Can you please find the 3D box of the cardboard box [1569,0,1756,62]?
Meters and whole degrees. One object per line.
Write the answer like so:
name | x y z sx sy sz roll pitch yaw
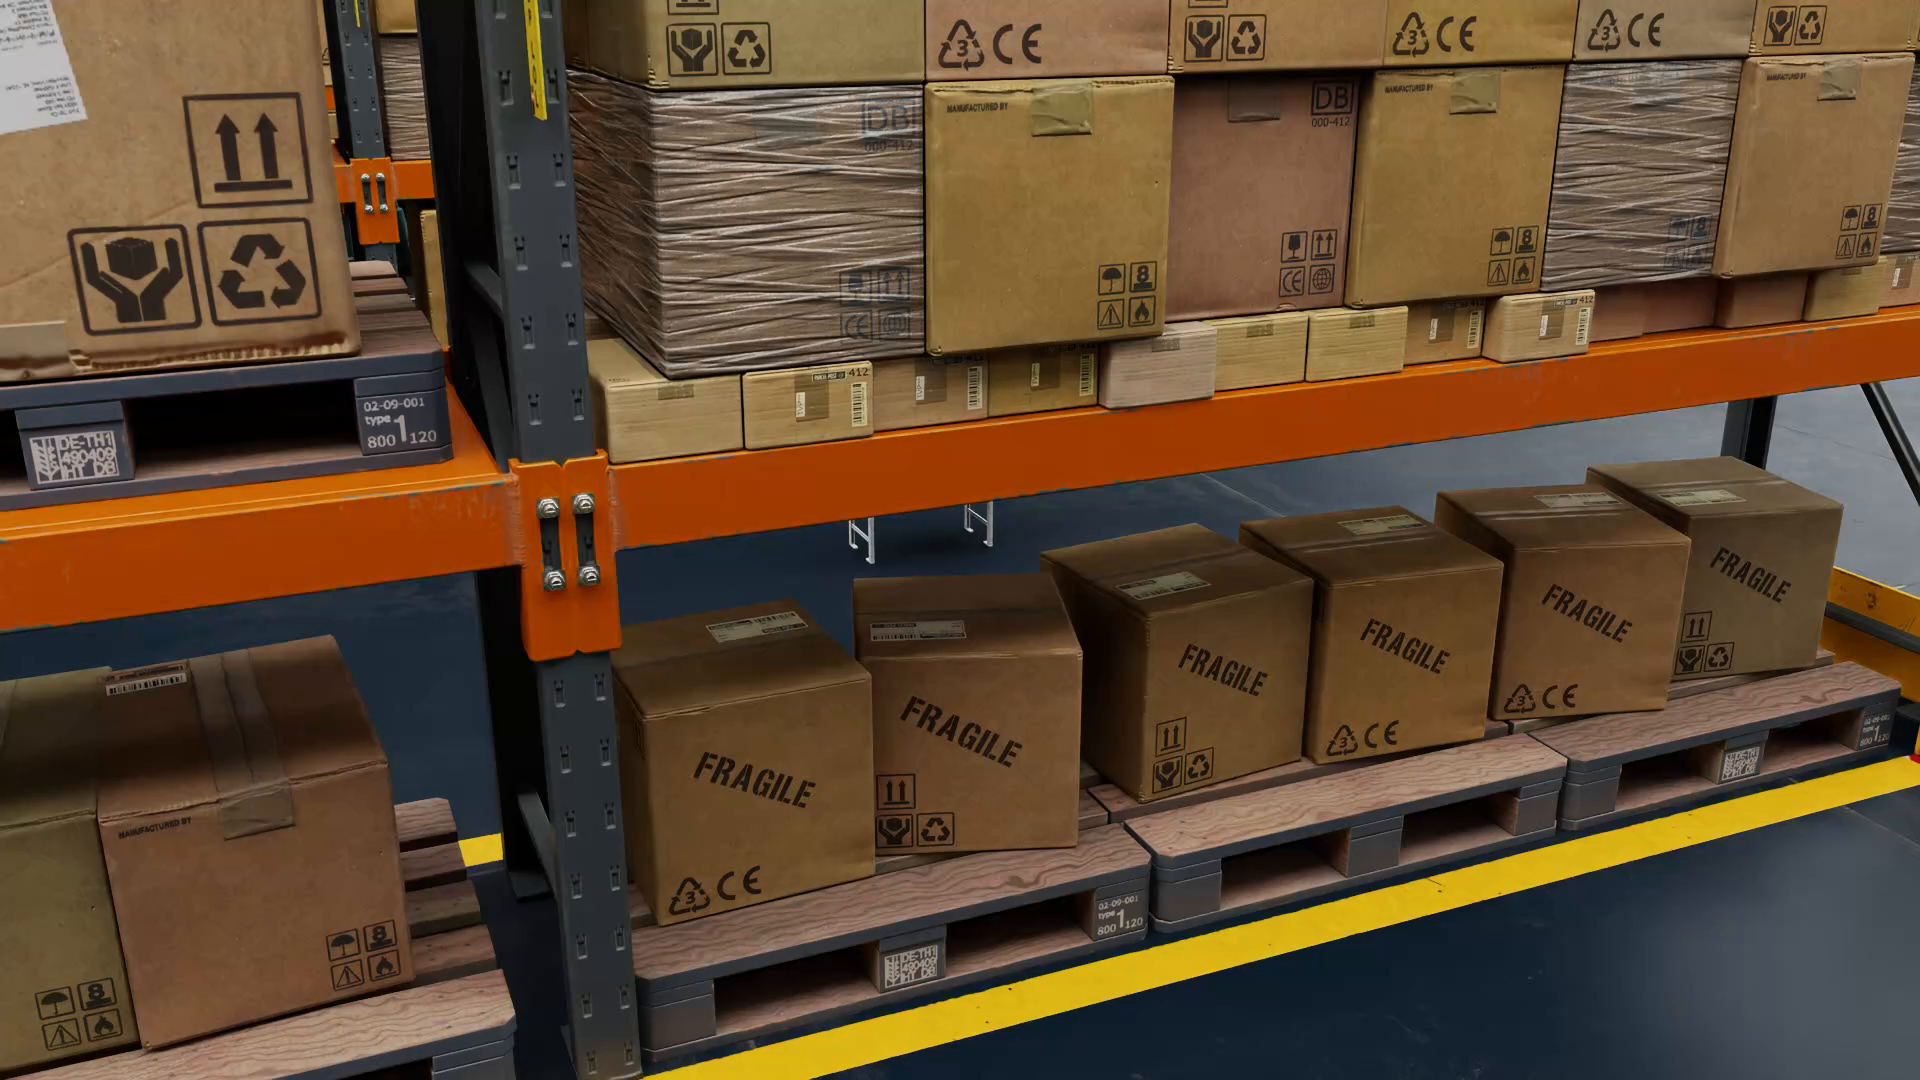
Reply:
cardboard box | 1.446 -1.364 3.775 0.500 0.500 0.500 -8 21 -22

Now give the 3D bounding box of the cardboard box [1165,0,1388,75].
cardboard box | 0.529 -1.231 3.399 0.500 0.500 0.500 -8 21 -22

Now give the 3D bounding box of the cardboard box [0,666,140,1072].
cardboard box | -1.921 0.644 3.278 0.500 0.500 0.700 -8 21 -22

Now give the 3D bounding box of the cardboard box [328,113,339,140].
cardboard box | -6.231 -4.100 16.406 0.500 0.250 0.500 -8 21 -22

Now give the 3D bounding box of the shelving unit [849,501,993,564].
shelving unit | -0.152 -0.544 6.261 0.503 1.200 0.258 -8 21 -22

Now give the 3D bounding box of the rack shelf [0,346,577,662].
rack shelf | -2.739 0.144 2.680 4.000 0.370 1.077 -8 21 -22

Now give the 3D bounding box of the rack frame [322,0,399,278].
rack frame | -2.775 -1.985 7.642 0.127 3.000 1.000 -8 21 -22

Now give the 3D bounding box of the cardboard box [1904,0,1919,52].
cardboard box | 2.363 -1.496 4.151 0.500 0.500 0.500 -8 21 -22

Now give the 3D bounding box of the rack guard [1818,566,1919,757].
rack guard | 2.700 0.204 5.189 0.348 0.500 1.175 -8 21 -22

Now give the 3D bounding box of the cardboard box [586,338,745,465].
cardboard box | -0.586 -0.277 3.170 0.250 0.149 0.380 -8 21 -22

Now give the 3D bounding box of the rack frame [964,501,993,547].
rack frame | 0.072 -0.576 6.352 0.015 1.200 0.240 -8 21 -22

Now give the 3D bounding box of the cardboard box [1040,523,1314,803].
cardboard box | 0.542 0.299 4.289 0.500 0.500 0.500 -10 22 -27

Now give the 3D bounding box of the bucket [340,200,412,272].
bucket | -3.563 -1.878 9.981 0.620 0.611 0.726 -11 20 0

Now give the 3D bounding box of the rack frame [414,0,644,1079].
rack frame | -0.903 -0.459 3.308 0.127 3.000 1.000 -8 21 -22

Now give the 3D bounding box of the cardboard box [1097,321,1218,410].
cardboard box | 0.339 -0.403 3.529 0.250 0.149 0.380 -8 21 -22

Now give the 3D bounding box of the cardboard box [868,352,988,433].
cardboard box | -0.133 -0.347 3.369 0.250 0.149 0.380 -8 21 -22

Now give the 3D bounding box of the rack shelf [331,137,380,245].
rack shelf | -4.611 -1.382 7.014 4.000 0.370 1.077 -8 21 -22

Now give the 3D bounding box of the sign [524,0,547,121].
sign | -0.680 -0.836 2.637 0.005 0.325 0.100 -8 21 -22

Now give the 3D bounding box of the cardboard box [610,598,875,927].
cardboard box | -0.520 0.482 3.768 0.500 0.500 0.500 -9 21 -24

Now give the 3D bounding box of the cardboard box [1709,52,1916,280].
cardboard box | 1.842 -1.006 4.264 0.500 0.500 0.875 -8 21 -22

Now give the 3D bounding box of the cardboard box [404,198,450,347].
cardboard box | -2.170 -1.242 8.099 0.875 0.875 0.875 -8 21 -21

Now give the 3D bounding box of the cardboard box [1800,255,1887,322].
cardboard box | 2.151 -0.685 4.328 0.250 0.149 0.380 -8 21 -22

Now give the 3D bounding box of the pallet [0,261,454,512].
pallet | -1.662 -0.312 3.180 1.213 0.211 1.003 -8 21 -22

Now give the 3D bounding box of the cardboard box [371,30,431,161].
cardboard box | -2.441 -2.107 7.765 0.550 0.550 0.875 -8 21 -22

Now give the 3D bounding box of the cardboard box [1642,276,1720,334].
cardboard box | 1.669 -0.636 4.191 0.250 0.149 0.380 -8 21 -22

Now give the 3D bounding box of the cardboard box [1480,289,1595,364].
cardboard box | 1.254 -0.537 3.908 0.250 0.149 0.380 -8 21 -22

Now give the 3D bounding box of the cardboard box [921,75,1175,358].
cardboard box | 0.008 -0.742 3.513 0.500 0.500 0.875 -8 21 -22

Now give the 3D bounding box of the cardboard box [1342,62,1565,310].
cardboard box | 0.903 -0.891 3.938 0.500 0.500 0.875 -8 21 -22

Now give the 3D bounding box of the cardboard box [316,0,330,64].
cardboard box | -4.314 -3.641 11.748 0.500 0.500 0.500 -8 21 -22

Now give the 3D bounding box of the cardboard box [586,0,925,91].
cardboard box | -0.389 -1.099 3.024 0.500 0.500 0.500 -8 21 -22

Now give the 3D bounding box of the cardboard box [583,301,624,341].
cardboard box | -0.822 -0.458 3.685 0.250 0.149 0.380 -8 21 -22

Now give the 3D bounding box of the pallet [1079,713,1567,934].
pallet | 0.822 0.596 4.512 1.213 0.211 1.003 -8 21 -22

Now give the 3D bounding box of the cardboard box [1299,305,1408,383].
cardboard box | 0.786 -0.478 3.742 0.250 0.149 0.380 -8 21 -22

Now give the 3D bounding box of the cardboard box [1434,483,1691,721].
cardboard box | 1.655 0.162 4.676 0.500 0.500 0.500 -3 20 -8
